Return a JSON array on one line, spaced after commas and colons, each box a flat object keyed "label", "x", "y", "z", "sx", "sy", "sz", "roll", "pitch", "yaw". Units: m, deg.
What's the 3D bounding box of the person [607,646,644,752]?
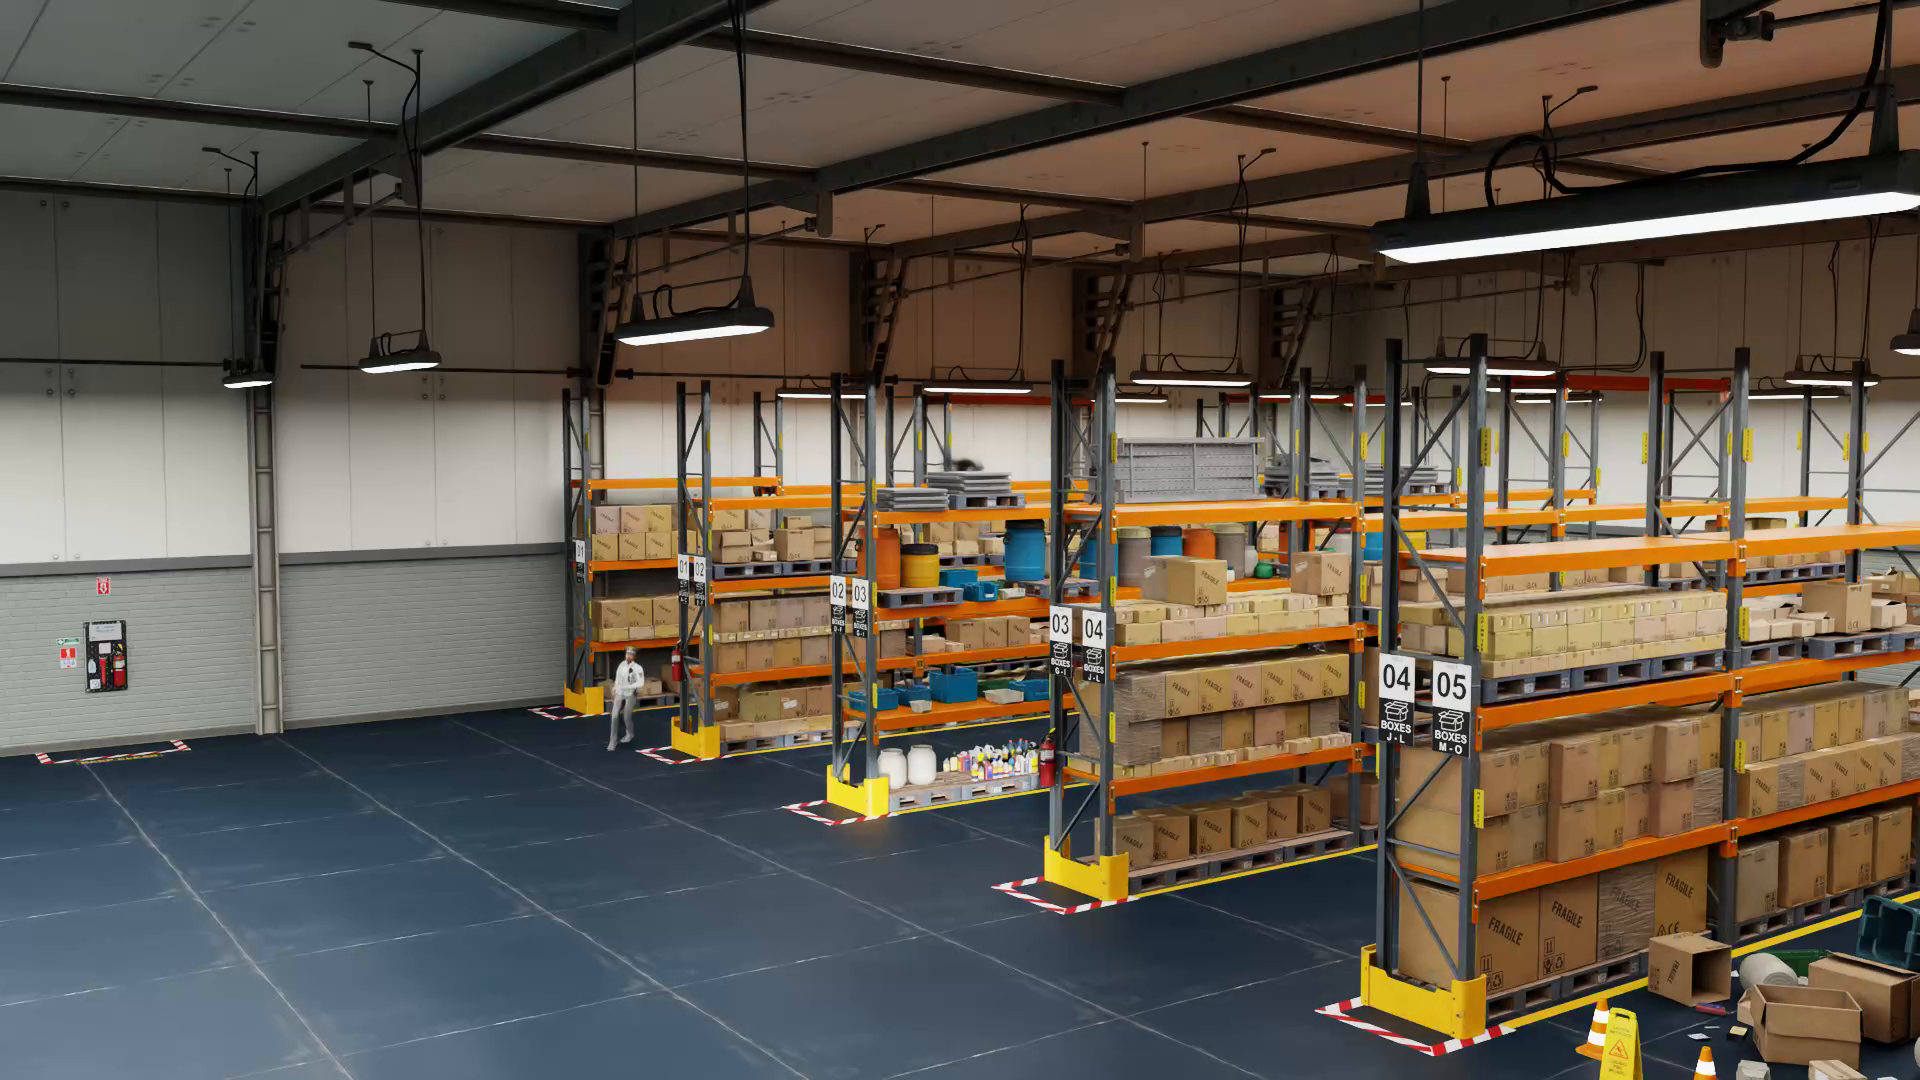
[{"label": "person", "x": -5.445, "y": 2.582, "z": 27.304, "sx": 0.578, "sy": 1.713, "sz": 0.783, "roll": 1, "pitch": 4, "yaw": 12}]

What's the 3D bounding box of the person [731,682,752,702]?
[{"label": "person", "x": -3.832, "y": 2.403, "z": 29.627, "sx": 0.550, "sy": 1.629, "sz": 0.565, "roll": 3, "pitch": 5, "yaw": 40}]
